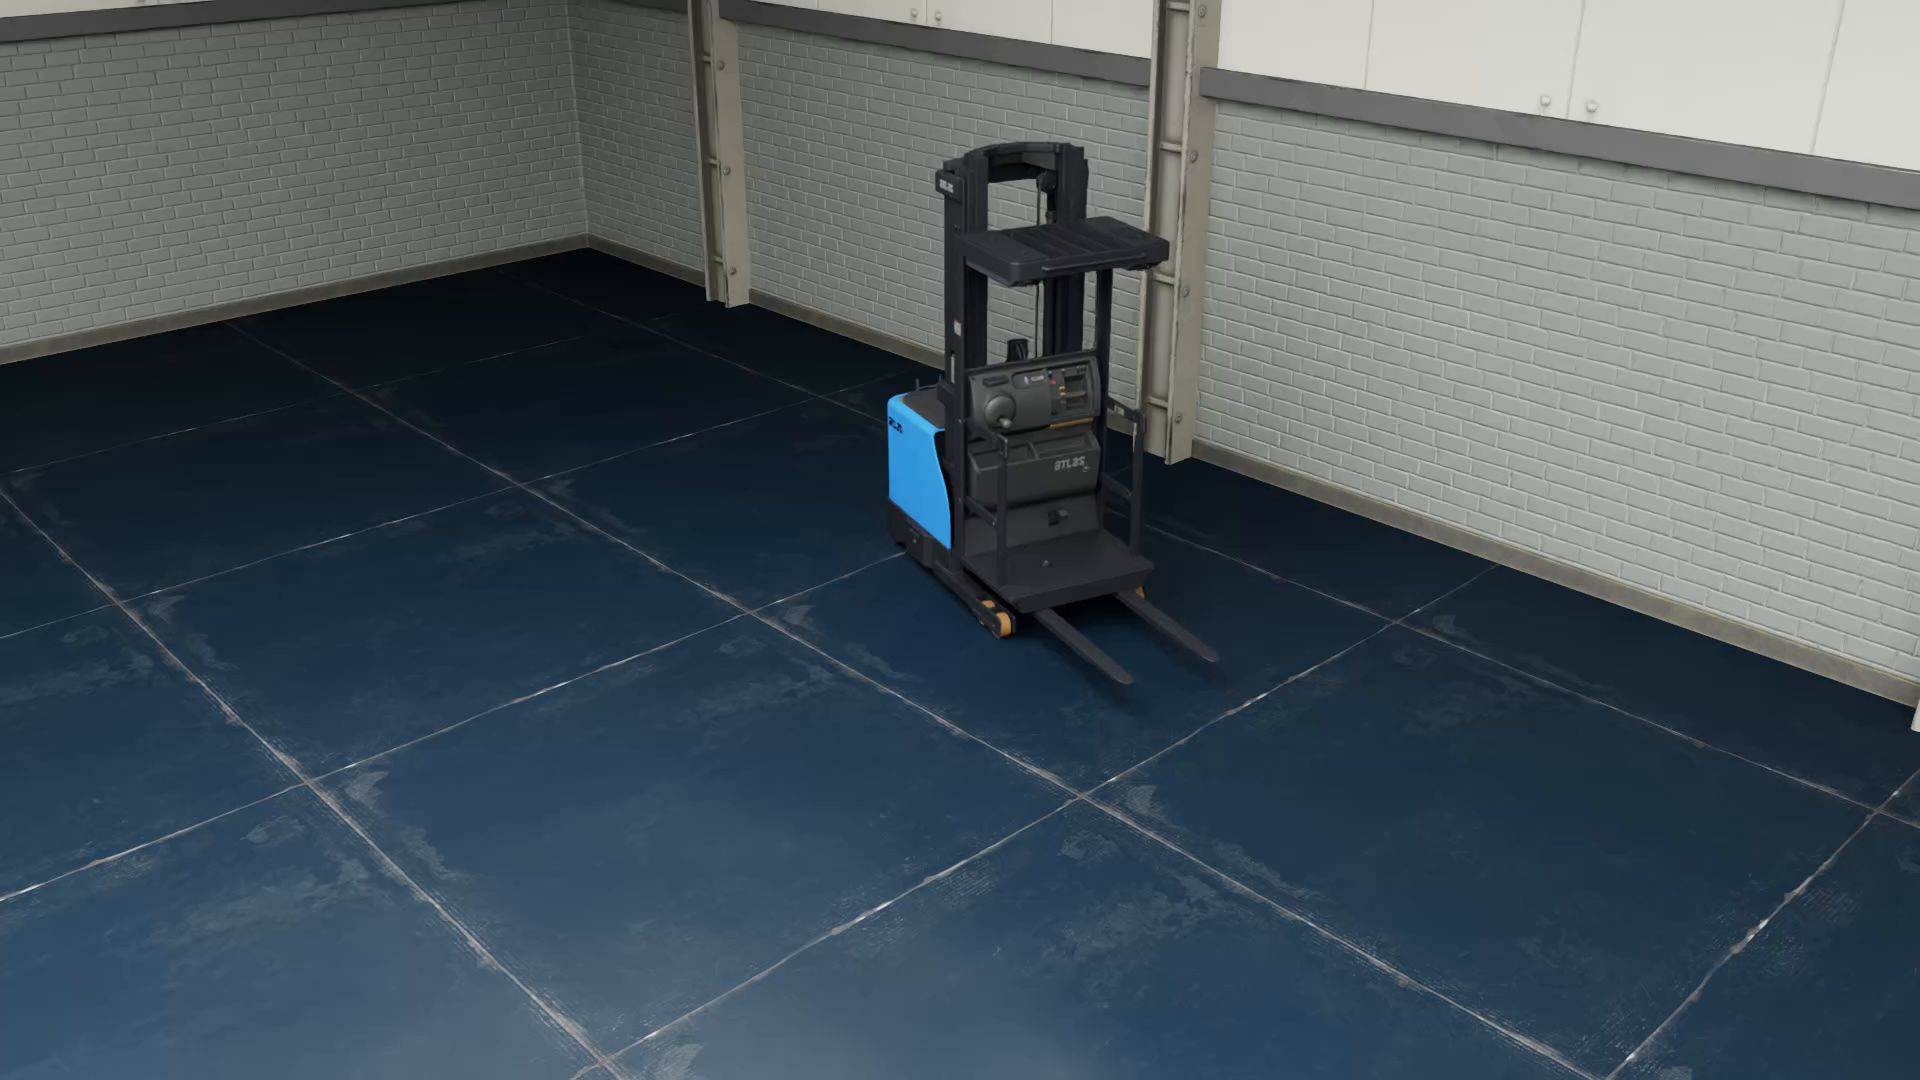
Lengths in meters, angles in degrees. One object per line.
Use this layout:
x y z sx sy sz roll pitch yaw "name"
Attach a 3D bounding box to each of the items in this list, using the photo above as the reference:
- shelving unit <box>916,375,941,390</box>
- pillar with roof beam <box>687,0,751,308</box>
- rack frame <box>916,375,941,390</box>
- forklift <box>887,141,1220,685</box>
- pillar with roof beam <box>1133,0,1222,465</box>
-0.174 -0.667 12.243 0.215 1.050 0.252 -12 27 -24 "shelving unit"
-5.584 -5.397 13.035 9.100 9.000 0.400 -21 32 -38 "pillar with roof beam"
-0.228 -0.712 12.342 0.200 1.050 0.008 -12 27 -24 "rack frame"
0.584 -0.915 10.521 1.130 2.935 3.031 -12 27 -24 "forklift"
-1.483 -3.579 9.050 9.100 9.000 0.400 -21 32 -38 "pillar with roof beam"
